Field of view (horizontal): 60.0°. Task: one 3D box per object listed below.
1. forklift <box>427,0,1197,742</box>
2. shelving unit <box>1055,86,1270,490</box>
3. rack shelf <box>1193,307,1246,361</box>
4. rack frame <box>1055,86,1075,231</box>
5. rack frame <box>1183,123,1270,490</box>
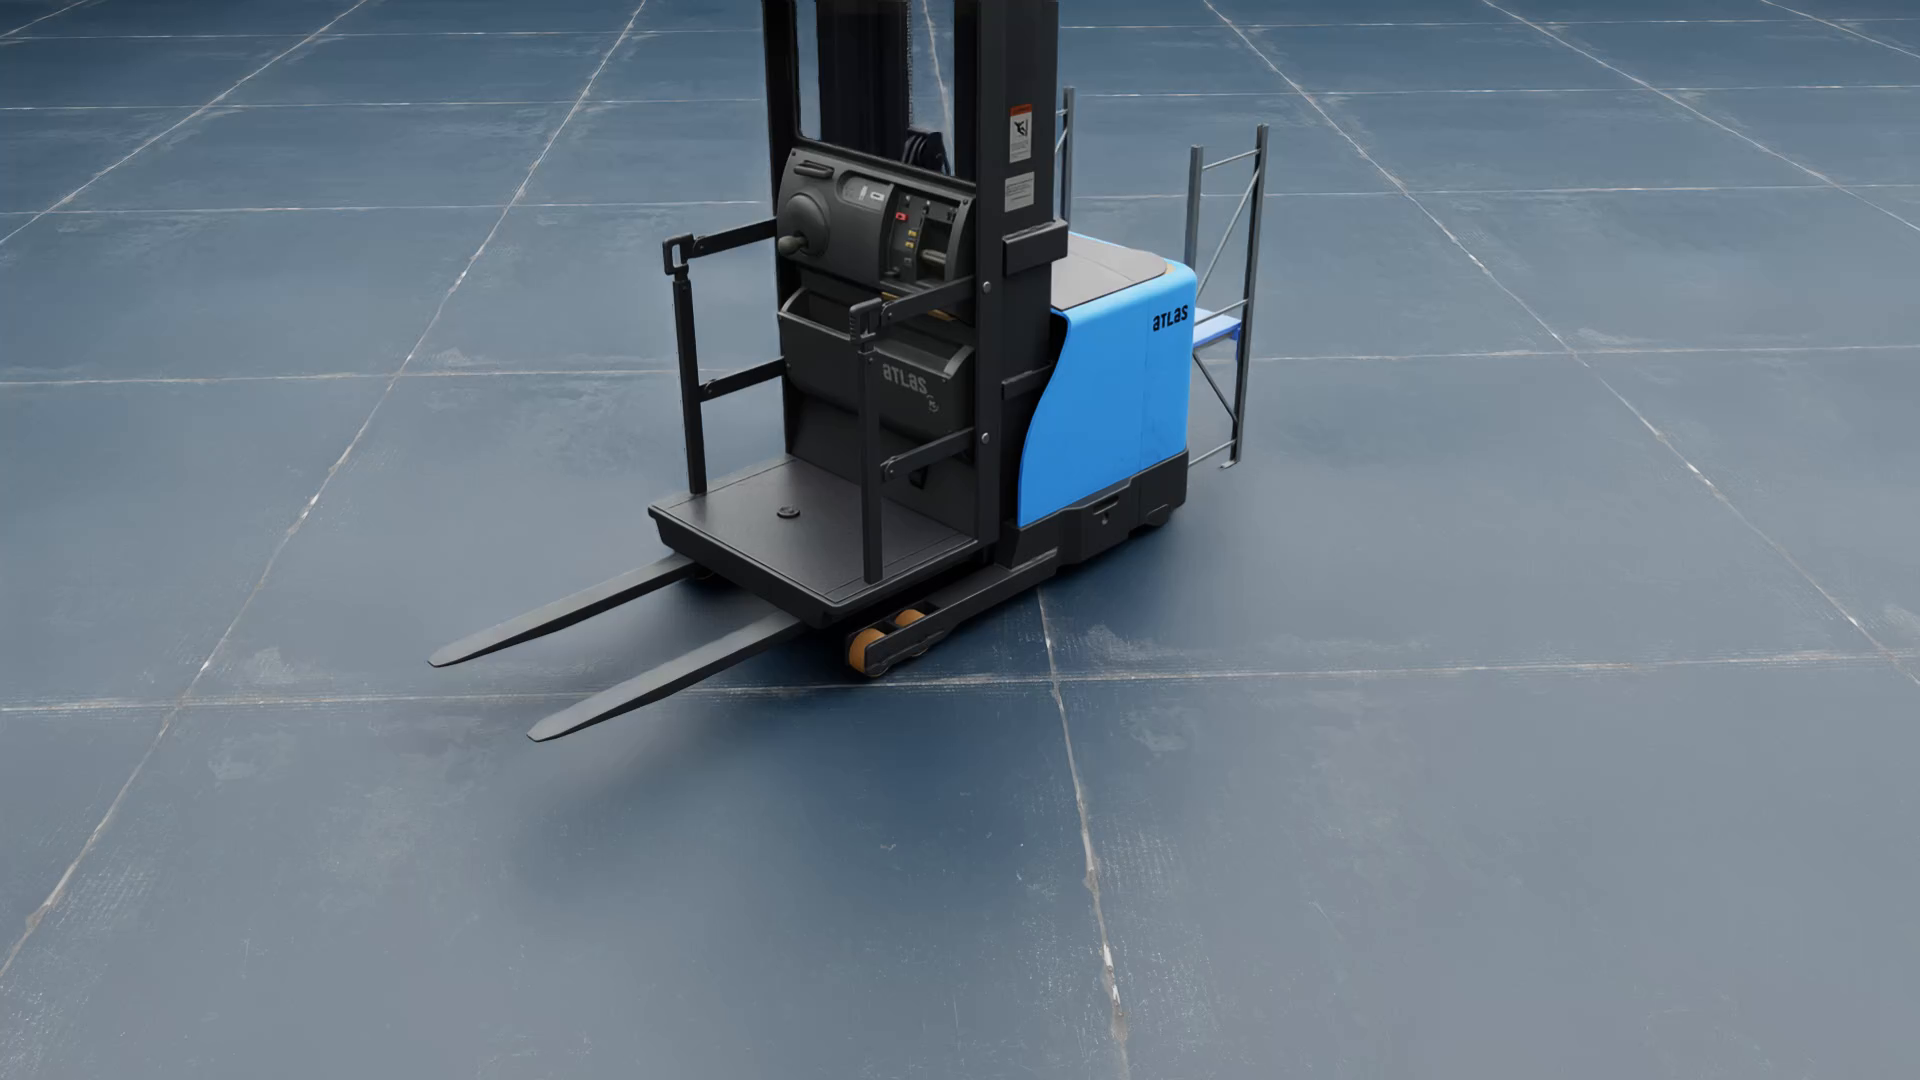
[{"bbox_3d":[-0.459,-1.088,5.668,3.031,2.935,1.130,-25,36,-39],"label":"forklift"},{"bbox_3d":[0.700,-1.097,7.232,1.048,1.500,0.538,23,35,37],"label":"shelving unit"},{"bbox_3d":[0.700,-0.938,7.315,1.000,0.185,0.538,23,35,37],"label":"rack shelf"},{"bbox_3d":[0.327,-1.257,7.538,0.032,1.500,0.500,23,35,37],"label":"rack frame"},{"bbox_3d":[1.073,-0.938,6.926,0.032,1.500,0.500,23,35,37],"label":"rack frame"}]
